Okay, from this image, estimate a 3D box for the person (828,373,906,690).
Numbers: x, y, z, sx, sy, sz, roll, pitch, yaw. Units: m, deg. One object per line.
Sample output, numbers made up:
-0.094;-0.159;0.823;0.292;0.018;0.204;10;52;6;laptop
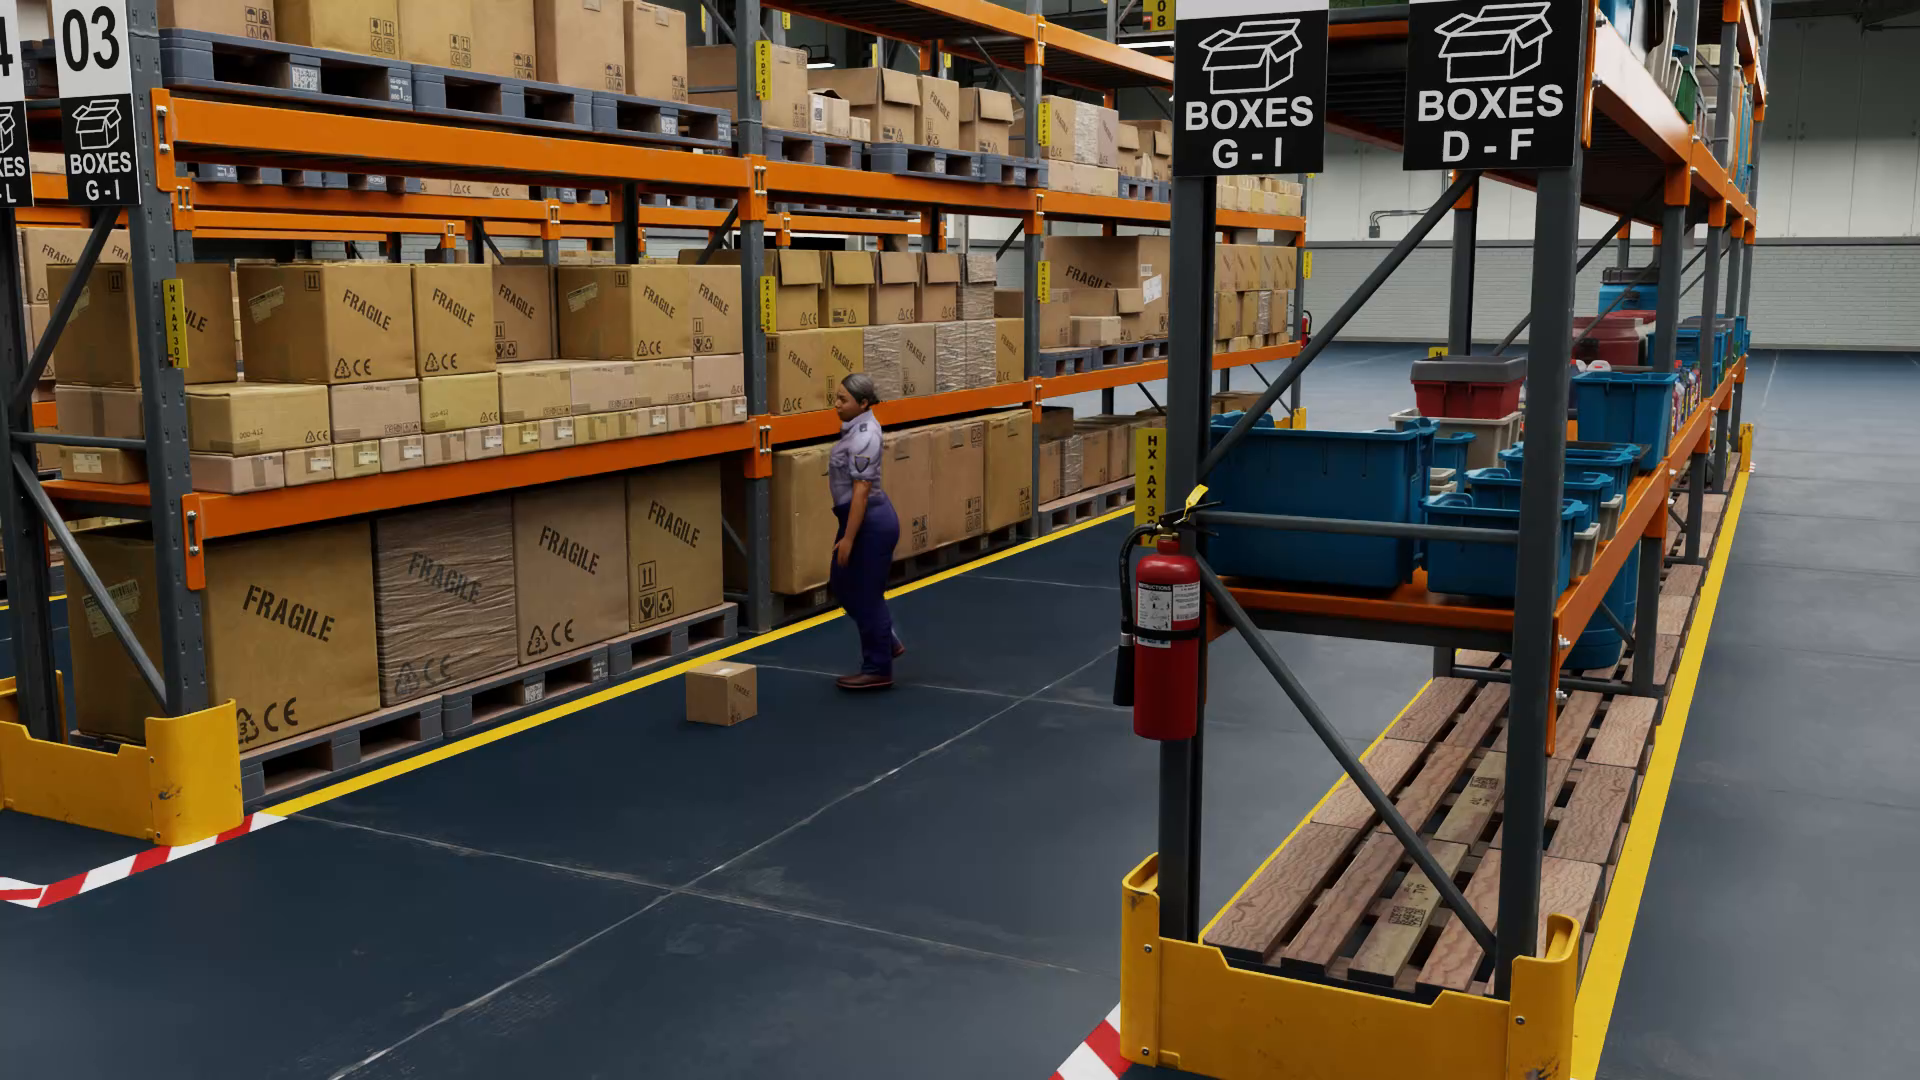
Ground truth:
-0.484;-0.051;8.645;0.404;1.641;0.572;0;9;-3;person
